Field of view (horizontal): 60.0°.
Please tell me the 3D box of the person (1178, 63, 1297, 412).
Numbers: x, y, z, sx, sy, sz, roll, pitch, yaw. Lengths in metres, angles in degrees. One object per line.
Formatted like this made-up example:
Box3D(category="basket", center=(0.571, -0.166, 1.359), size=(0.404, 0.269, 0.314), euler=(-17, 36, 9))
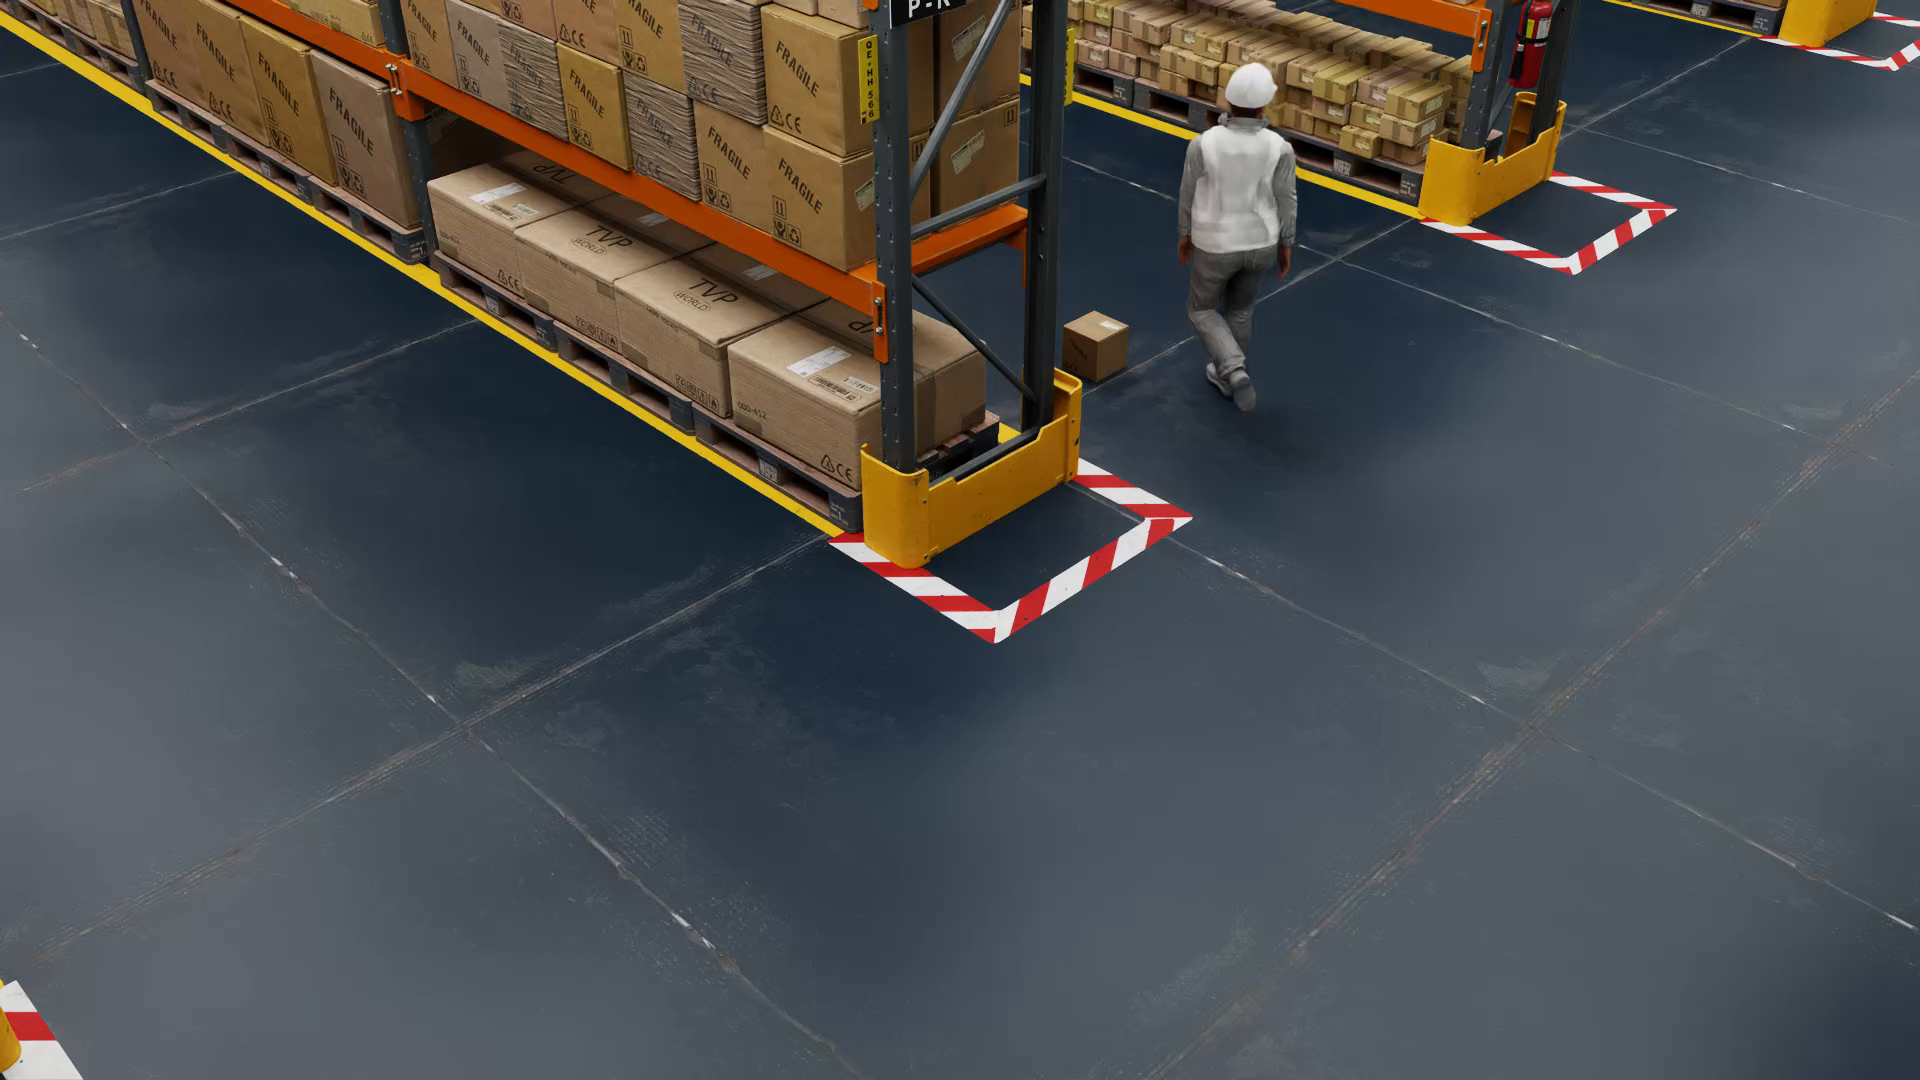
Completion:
Box3D(category="person", center=(1.361, -1.437, 8.143), size=(0.561, 1.754, 0.641), euler=(-4, 35, -6))
